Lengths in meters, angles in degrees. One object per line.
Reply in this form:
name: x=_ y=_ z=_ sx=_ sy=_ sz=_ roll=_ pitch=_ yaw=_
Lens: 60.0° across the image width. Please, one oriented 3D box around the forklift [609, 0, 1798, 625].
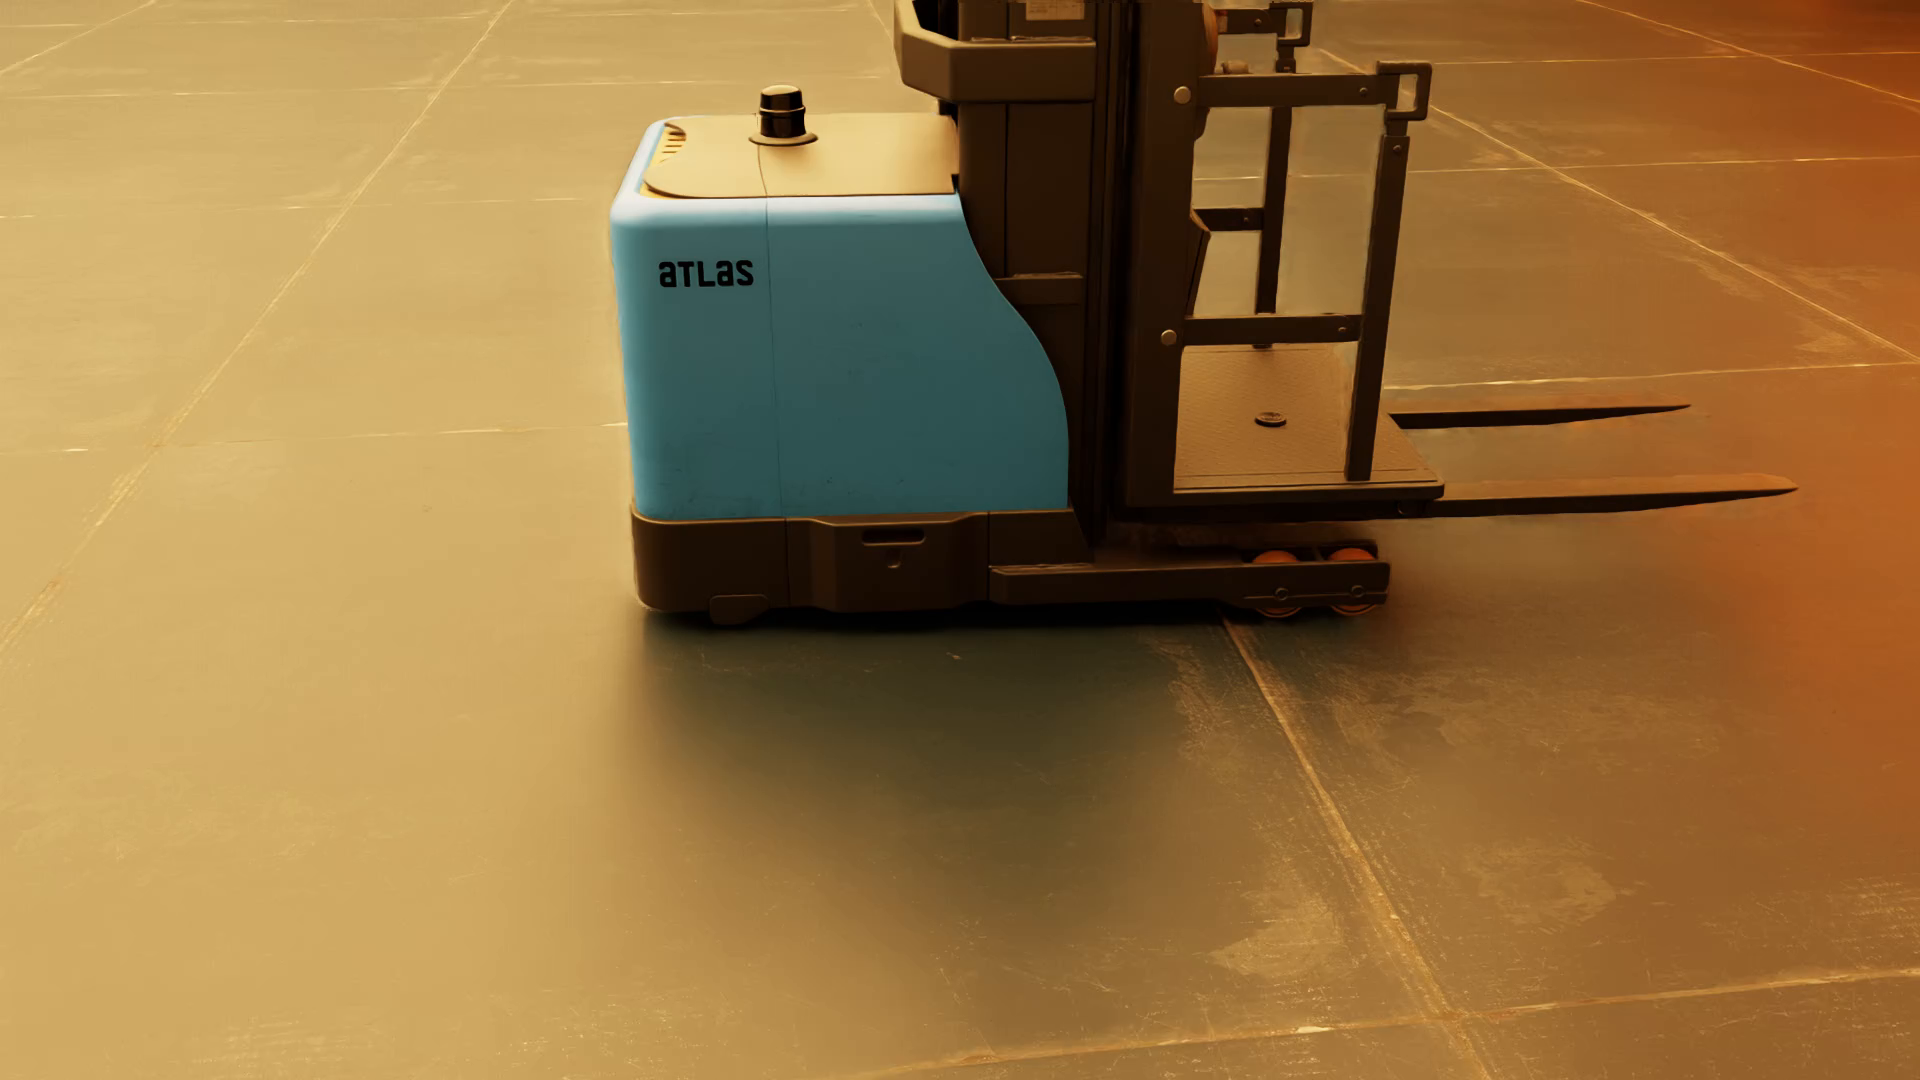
forklift: x=0.675 y=-1.352 z=4.035 sx=3.031 sy=2.935 sz=1.130 roll=-2 pitch=26 yaw=-4
